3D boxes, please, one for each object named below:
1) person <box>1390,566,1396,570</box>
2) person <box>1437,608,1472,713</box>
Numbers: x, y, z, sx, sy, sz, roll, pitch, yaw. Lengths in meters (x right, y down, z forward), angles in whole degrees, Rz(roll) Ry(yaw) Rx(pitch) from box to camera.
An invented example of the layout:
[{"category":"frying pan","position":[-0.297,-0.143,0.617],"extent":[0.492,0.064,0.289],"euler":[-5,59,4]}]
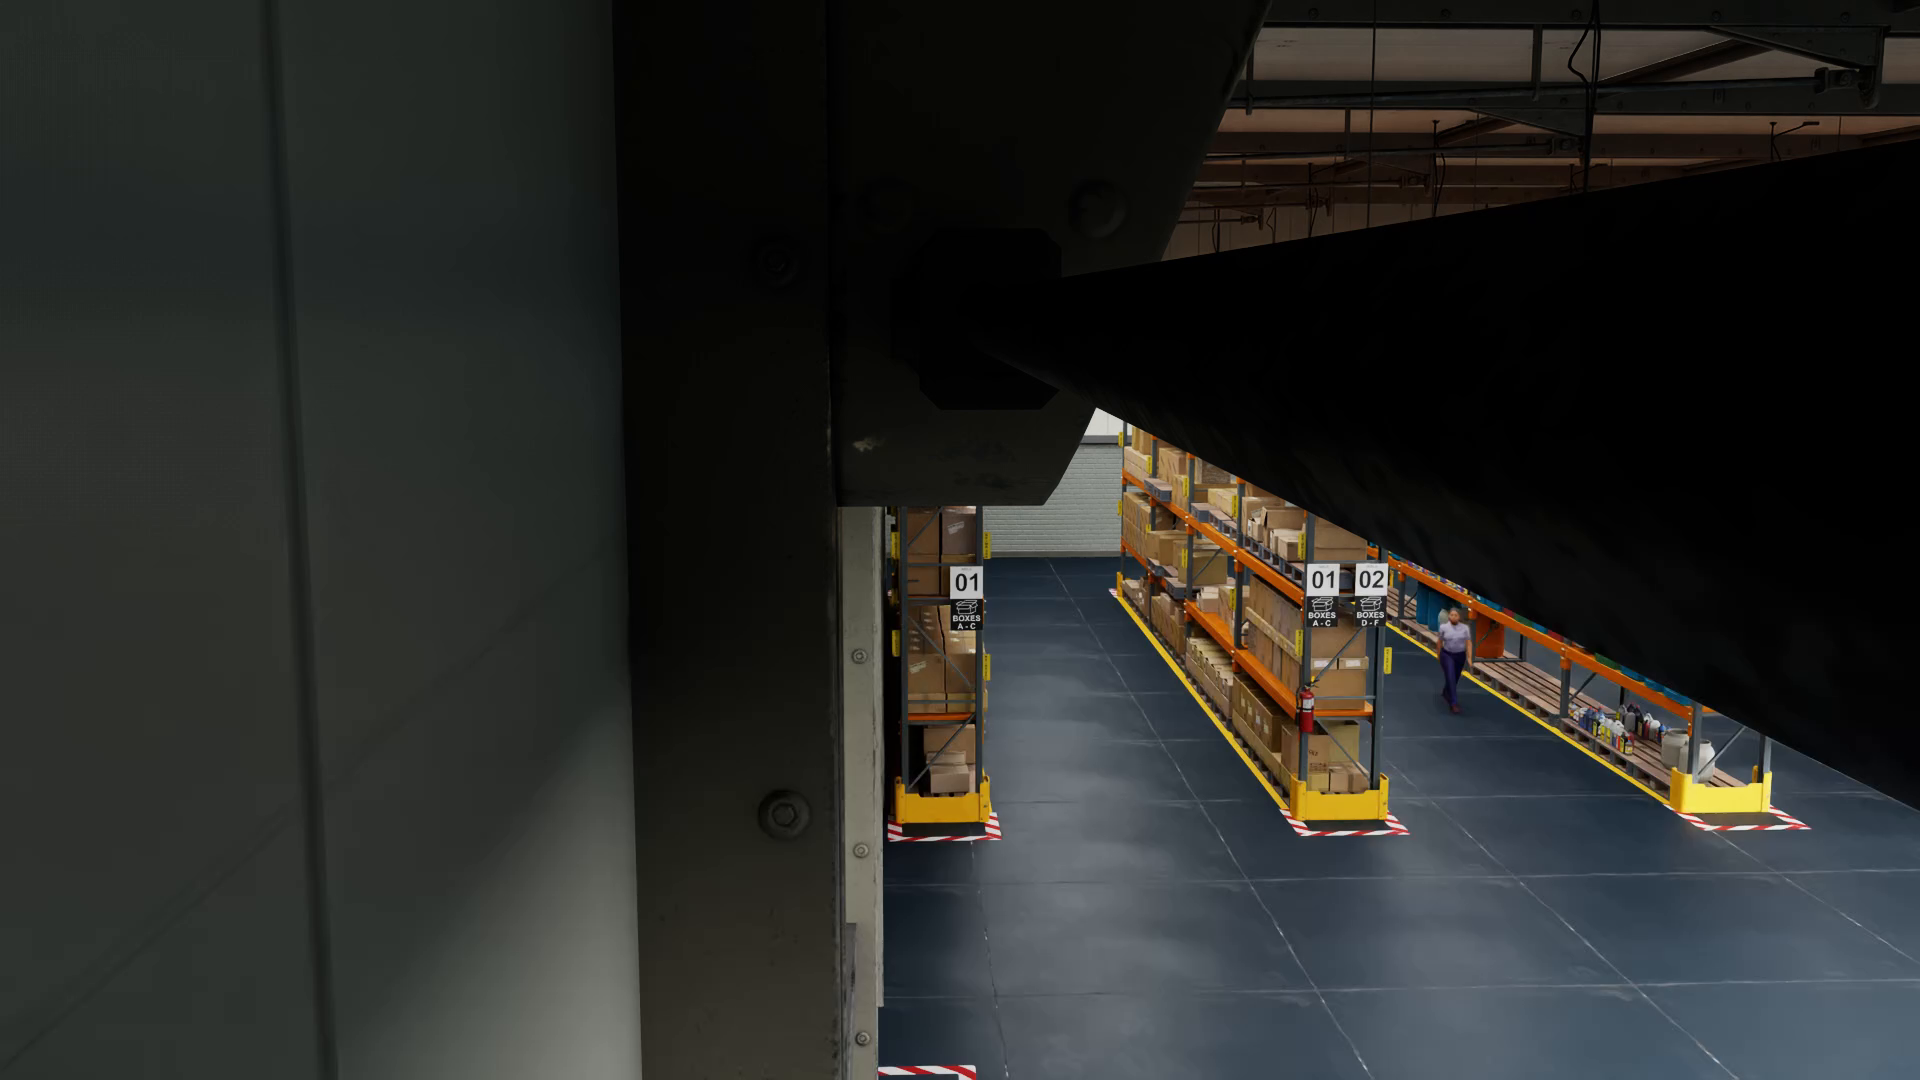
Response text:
[{"category":"person","position":[10.485,-0.118,40.110],"extent":[0.496,1.618,0.857],"euler":[-1,8,-5]},{"category":"person","position":[7.806,1.855,26.216],"extent":[0.465,1.588,1.022],"euler":[-1,8,-5]}]
